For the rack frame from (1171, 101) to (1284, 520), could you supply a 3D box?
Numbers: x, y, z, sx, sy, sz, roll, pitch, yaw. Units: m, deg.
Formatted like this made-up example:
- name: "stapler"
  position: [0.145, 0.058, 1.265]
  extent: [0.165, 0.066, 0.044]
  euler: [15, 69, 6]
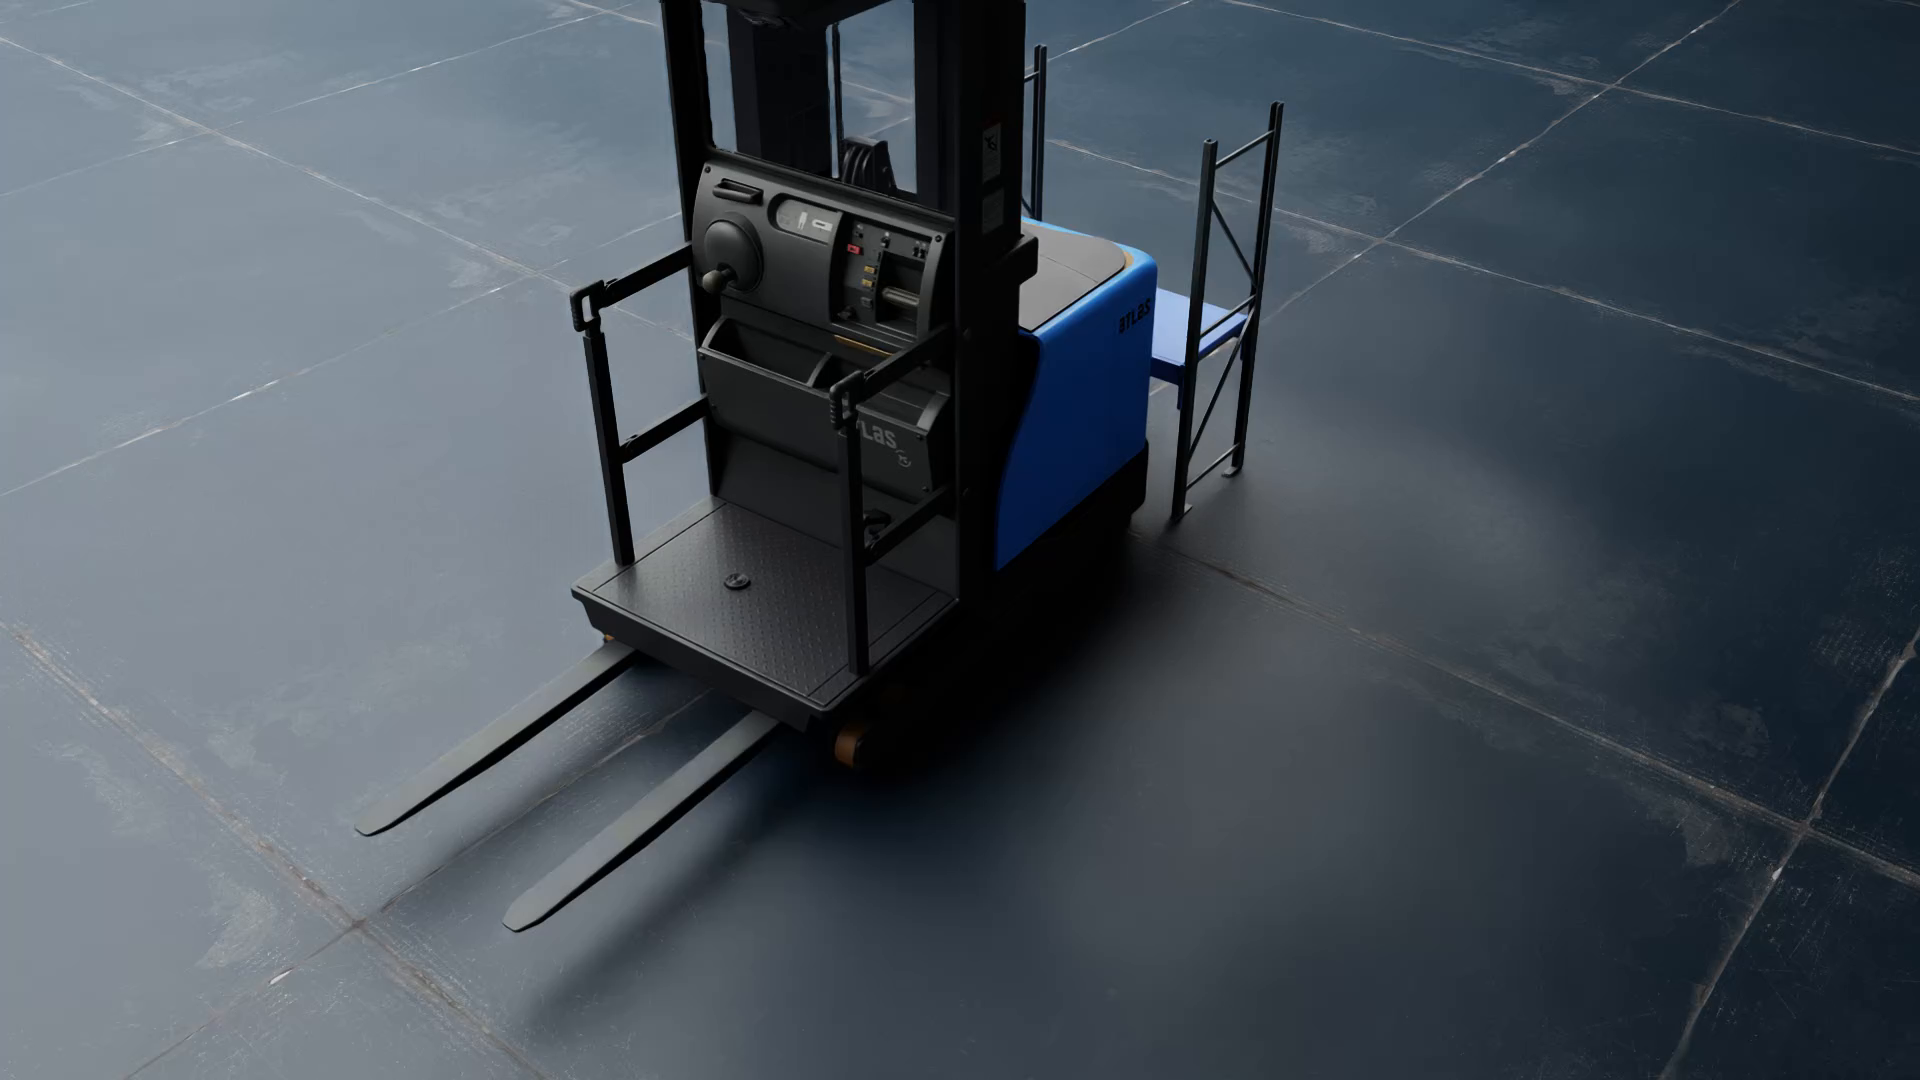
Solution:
- name: "rack frame"
  position: [0.974, -0.812, 6.107]
  extent: [0.032, 1.500, 0.500]
  euler: [24, 41, 30]

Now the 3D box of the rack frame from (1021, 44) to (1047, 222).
- name: "rack frame"
  position: [0.168, -1.163, 6.618]
  extent: [0.032, 1.500, 0.500]
  euler: [24, 41, 30]

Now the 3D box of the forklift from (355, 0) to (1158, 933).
- name: "forklift"
  position: [-0.556, -0.803, 4.830]
  extent: [1.130, 2.935, 3.031]
  euler: [22, 40, 29]

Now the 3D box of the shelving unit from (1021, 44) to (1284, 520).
- name: "shelving unit"
  position: [0.571, -0.987, 6.363]
  extent: [1.048, 1.500, 0.538]
  euler: [24, 41, 30]

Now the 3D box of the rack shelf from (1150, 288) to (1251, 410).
- name: "rack shelf"
  position: [0.571, -0.839, 6.464]
  extent: [1.000, 0.185, 0.538]
  euler: [24, 41, 30]
